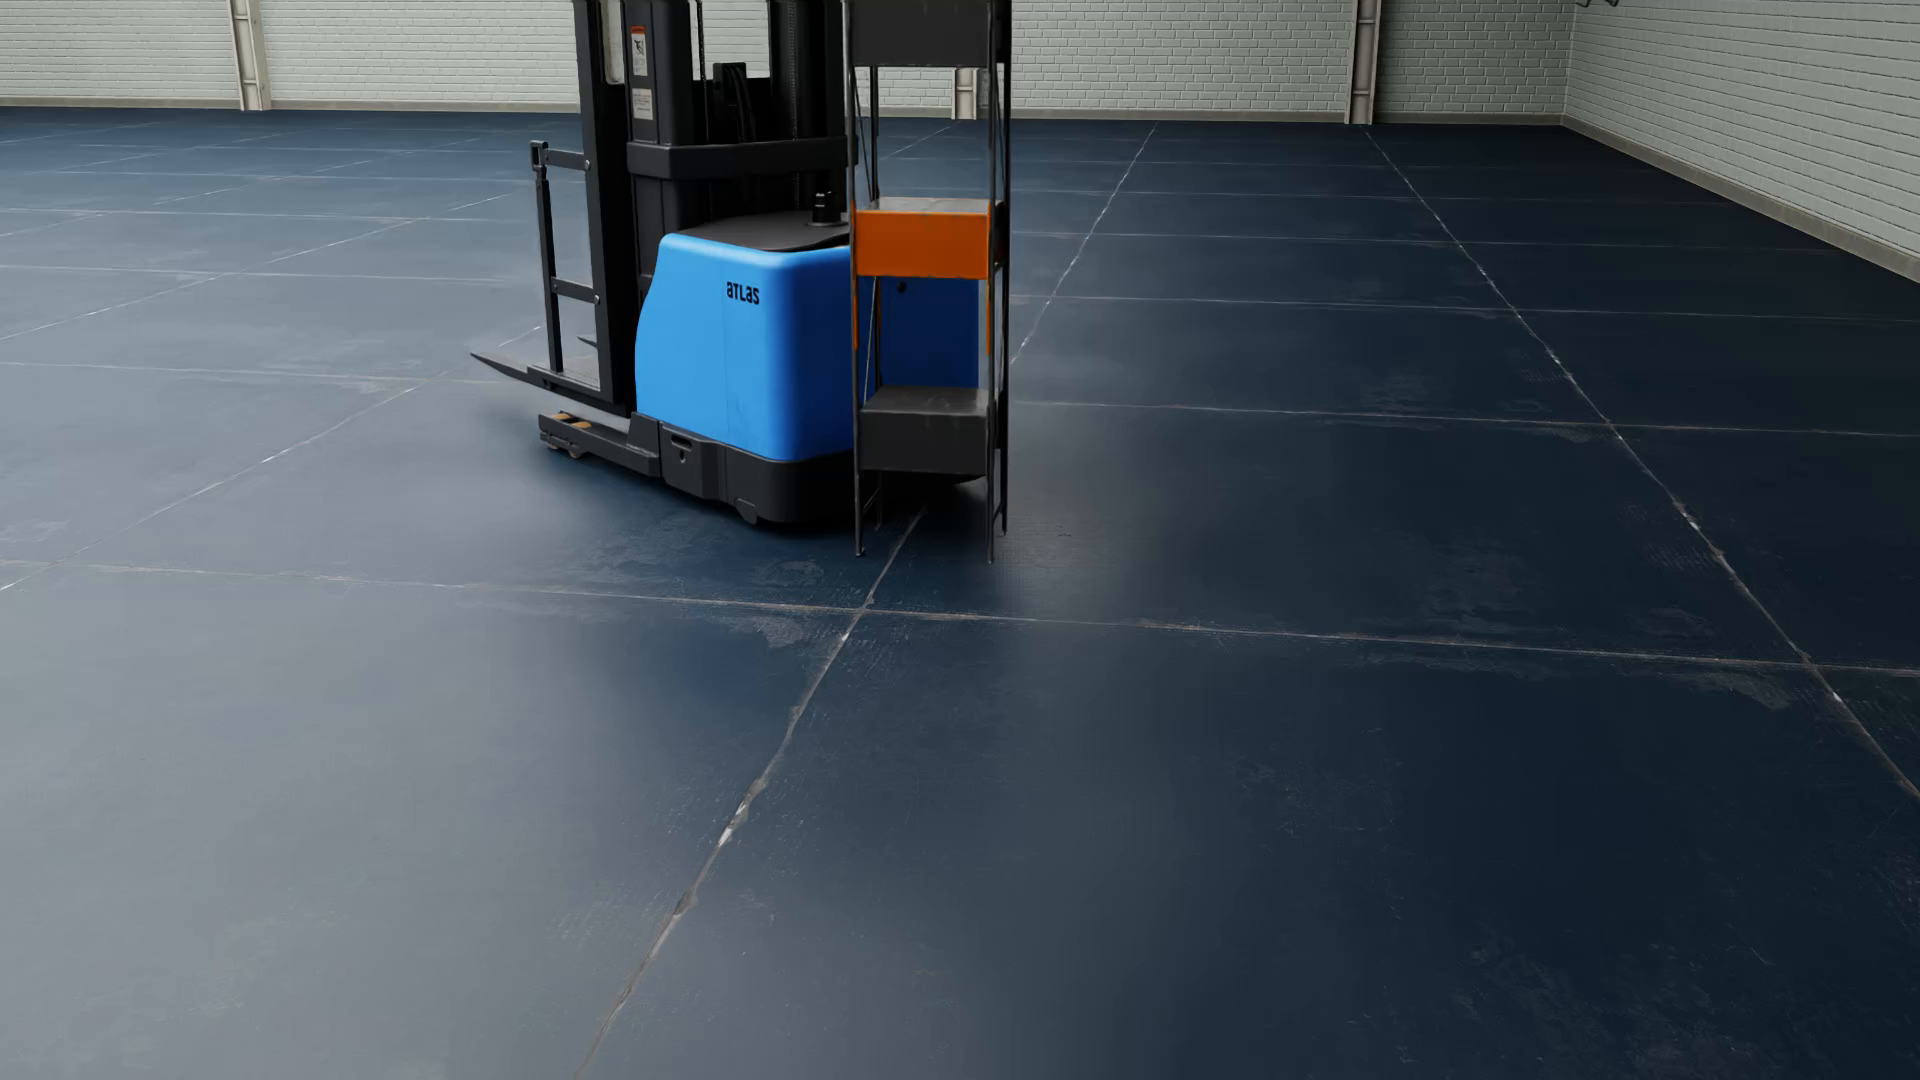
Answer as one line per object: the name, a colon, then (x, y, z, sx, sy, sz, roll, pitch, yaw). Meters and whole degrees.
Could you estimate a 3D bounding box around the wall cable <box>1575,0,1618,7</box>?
wall cable: (8.710, -8.524, 22.491, 0.112, 2.526, 3.097, 3, 19, 9)

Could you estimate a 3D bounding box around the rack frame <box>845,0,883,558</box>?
rack frame: (-0.341, -0.992, 5.960, 0.015, 2.100, 0.400, 3, 19, 9)

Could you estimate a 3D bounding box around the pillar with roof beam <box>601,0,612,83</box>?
pillar with roof beam: (-6.520, -9.814, 21.454, 0.400, 9.000, 9.100, 3, 19, 9)

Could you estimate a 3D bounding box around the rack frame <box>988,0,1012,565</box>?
rack frame: (0.141, -0.967, 5.883, 0.015, 2.100, 0.400, 3, 19, 9)

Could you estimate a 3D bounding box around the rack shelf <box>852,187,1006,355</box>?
rack shelf: (-0.100, -0.967, 5.926, 0.480, 0.518, 0.431, 3, 19, 9)

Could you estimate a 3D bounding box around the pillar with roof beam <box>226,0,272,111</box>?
pillar with roof beam: (-12.444, -10.116, 22.356, 0.400, 9.000, 9.100, 3, 19, 9)

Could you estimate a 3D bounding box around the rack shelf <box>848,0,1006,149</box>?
rack shelf: (-0.100, -1.630, 5.704, 0.480, 0.518, 0.431, 3, 19, 9)

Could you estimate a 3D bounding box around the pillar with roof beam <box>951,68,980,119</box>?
pillar with roof beam: (-0.596, -9.513, 20.551, 0.400, 9.000, 9.100, 3, 19, 9)

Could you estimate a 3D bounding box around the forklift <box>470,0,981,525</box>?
forklift: (-1.252, -1.842, 7.190, 1.130, 2.935, 3.031, -15, 24, -38)

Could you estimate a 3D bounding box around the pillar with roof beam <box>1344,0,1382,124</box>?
pillar with roof beam: (5.328, -9.211, 19.649, 0.400, 9.000, 9.100, 3, 19, 9)

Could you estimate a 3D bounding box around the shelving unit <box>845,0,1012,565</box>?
shelving unit: (-0.100, -0.980, 5.922, 0.503, 2.100, 0.431, 3, 19, 9)

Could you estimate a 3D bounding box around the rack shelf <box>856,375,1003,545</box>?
rack shelf: (-0.100, -0.303, 6.148, 0.480, 0.518, 0.431, 3, 19, 9)
